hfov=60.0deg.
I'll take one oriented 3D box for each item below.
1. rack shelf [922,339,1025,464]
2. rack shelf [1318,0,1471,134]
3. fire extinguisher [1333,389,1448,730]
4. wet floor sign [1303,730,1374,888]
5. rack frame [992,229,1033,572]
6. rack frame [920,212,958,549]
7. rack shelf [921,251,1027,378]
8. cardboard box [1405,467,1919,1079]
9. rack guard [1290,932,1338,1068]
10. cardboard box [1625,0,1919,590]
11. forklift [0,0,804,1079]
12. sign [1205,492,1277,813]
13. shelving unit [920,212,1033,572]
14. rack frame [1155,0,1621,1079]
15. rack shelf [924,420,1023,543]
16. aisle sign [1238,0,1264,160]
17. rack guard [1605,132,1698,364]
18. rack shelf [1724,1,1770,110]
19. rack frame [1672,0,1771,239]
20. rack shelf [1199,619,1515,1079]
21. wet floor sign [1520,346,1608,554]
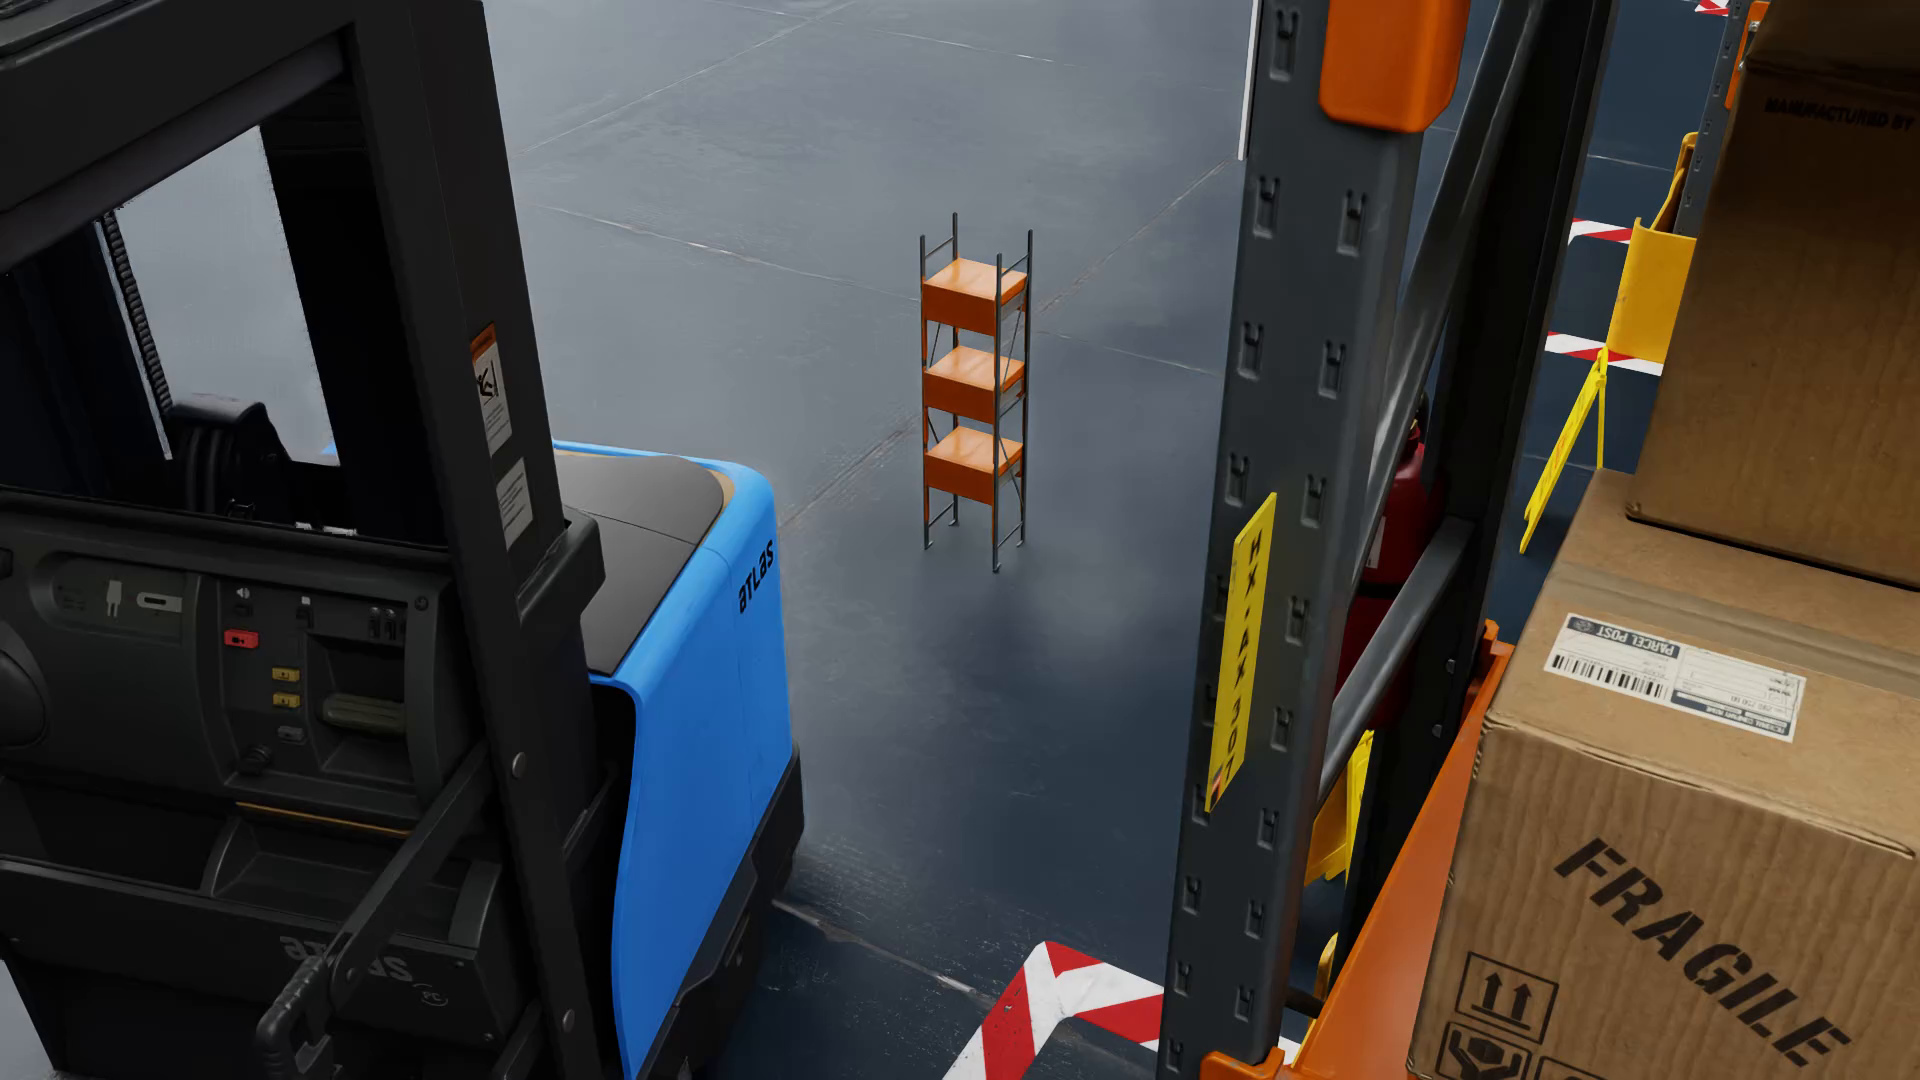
[{"bbox_3d":[0.046,-0.413,4.943,0.240,0.259,0.215,18,37,24],"label":"rack shelf"},{"bbox_3d":[2.275,-0.188,0.768,4.000,0.370,1.077,18,37,24],"label":"rack shelf"},{"bbox_3d":[0.668,-0.010,2.628,0.183,0.674,0.296,18,37,24],"label":"fire extinguisher"},{"bbox_3d":[0.904,0.624,3.730,0.267,0.644,0.232,-25,41,-33],"label":"wet floor sign"},{"bbox_3d":[0.152,-0.389,4.887,0.008,1.050,0.200,18,37,24],"label":"rack frame"},{"bbox_3d":[-0.059,-0.456,4.987,0.008,1.050,0.200,18,37,24],"label":"rack frame"},{"bbox_3d":[0.046,-0.650,4.785,0.240,0.259,0.215,18,37,24],"label":"rack shelf"},{"bbox_3d":[0.812,0.310,1.720,0.500,0.500,0.500,17,37,24],"label":"cardboard box"},{"bbox_3d":[0.604,1.273,2.888,0.348,0.500,1.175,18,37,24],"label":"rack guard"},{"bbox_3d":[1.090,-0.335,1.786,0.500,0.500,0.700,17,37,23],"label":"cardboard box"},{"bbox_3d":[-1.221,0.246,2.236,1.130,2.935,3.031,8,34,11],"label":"forklift"},{"bbox_3d":[0.269,0.112,1.594,0.005,0.325,0.100,18,37,24],"label":"sign"},{"bbox_3d":[0.046,-0.422,4.937,0.252,1.050,0.215,18,37,24],"label":"shelving unit"},{"bbox_3d":[0.537,0.213,2.224,0.053,2.616,0.949,18,37,24],"label":"rack frame"},{"bbox_3d":[0.046,-0.182,5.097,0.240,0.259,0.215,18,37,24],"label":"rack shelf"},{"bbox_3d":[0.331,-0.738,1.307,0.004,0.787,0.394,18,37,24],"label":"aisle sign"},{"bbox_3d":[2.886,-1.165,6.548,0.348,0.500,1.175,18,37,24],"label":"rack guard"},{"bbox_3d":[4.643,-1.349,5.218,4.000,0.370,1.077,18,37,24],"label":"rack shelf"},{"bbox_3d":[2.907,-2.198,5.845,0.127,3.000,1.000,18,37,24],"label":"rack frame"},{"bbox_3d":[2.275,1.061,1.600,4.000,0.370,1.077,18,37,24],"label":"rack shelf"},{"bbox_3d":[1.899,-0.274,5.079,0.232,0.644,0.267,11,35,16],"label":"wet floor sign"}]
